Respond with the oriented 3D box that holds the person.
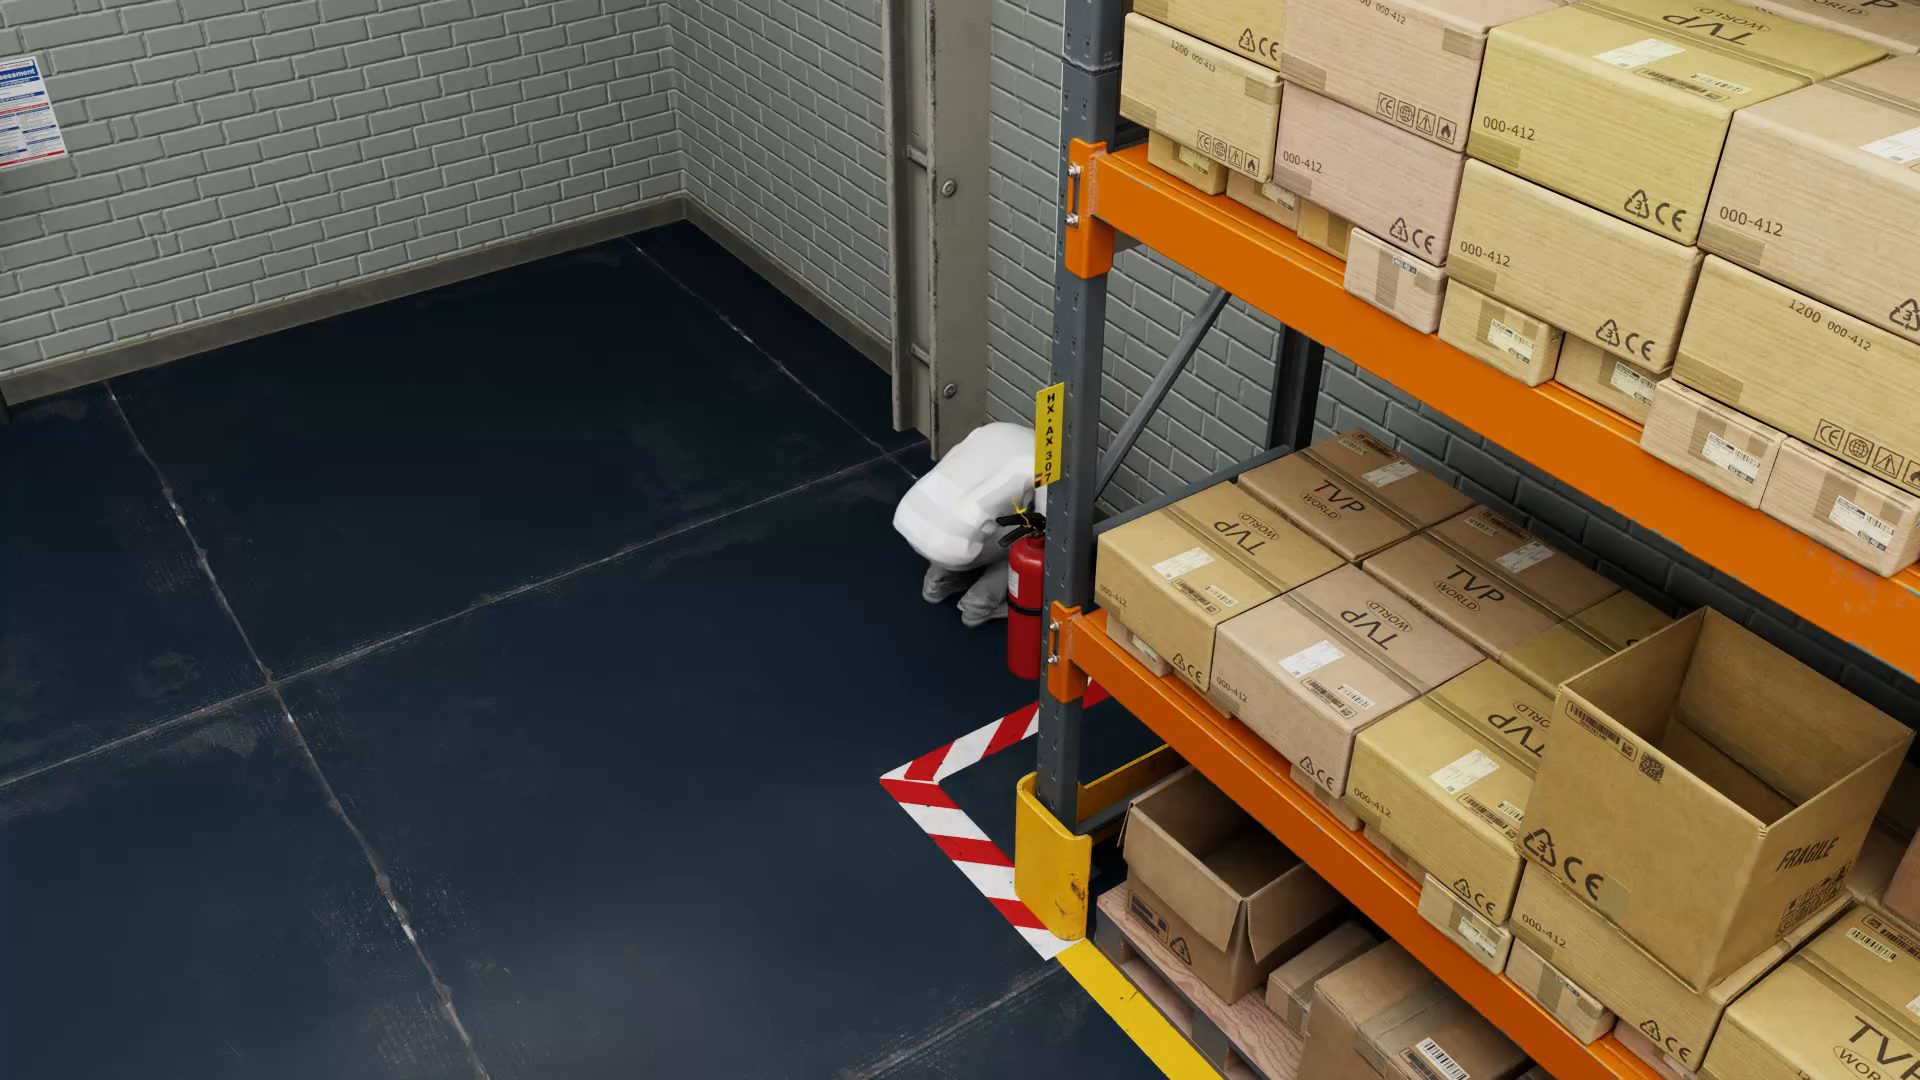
[{"bbox_3d":[0.154,-0.099,7.115,0.950,0.837,0.531,-24,42,-29],"label":"person"}]
